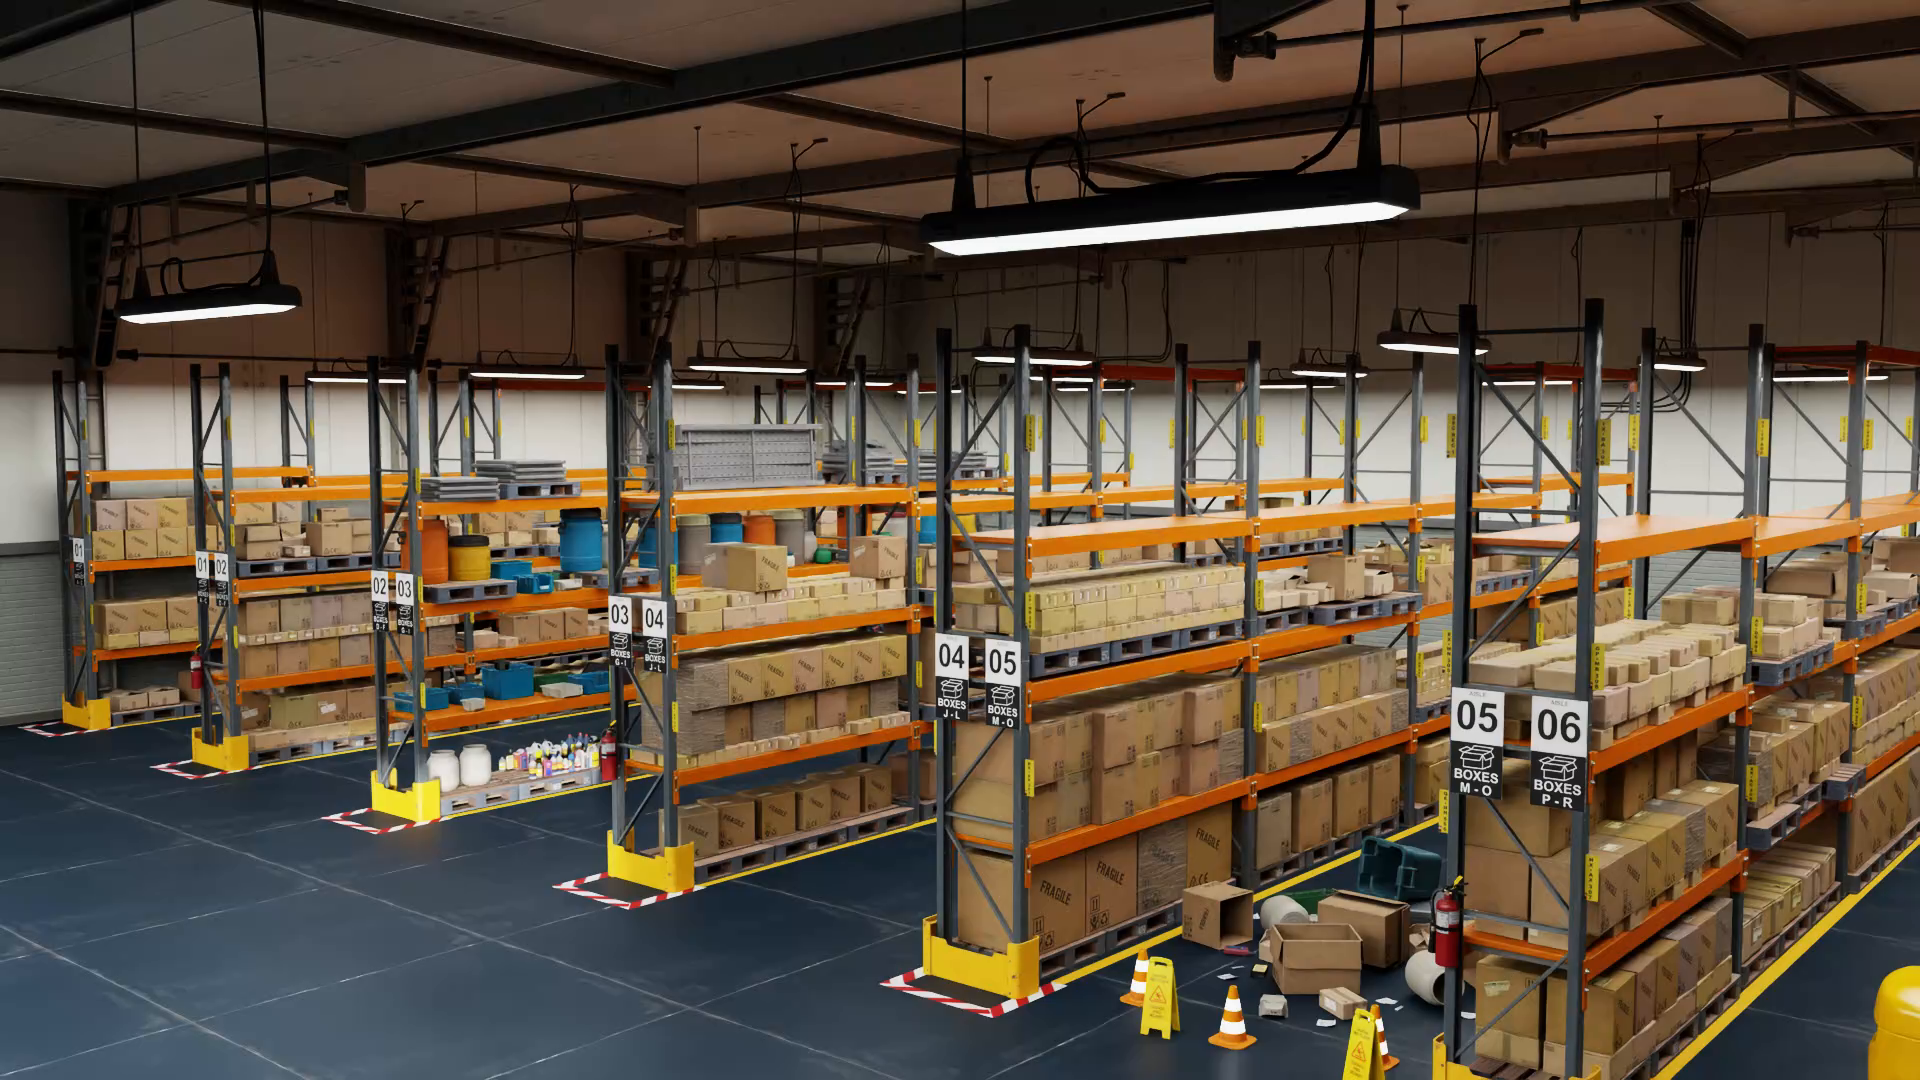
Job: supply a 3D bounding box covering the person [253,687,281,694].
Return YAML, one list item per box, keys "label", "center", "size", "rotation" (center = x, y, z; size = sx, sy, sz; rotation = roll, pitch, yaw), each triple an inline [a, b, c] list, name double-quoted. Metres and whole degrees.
- label: "person"
  center: [-11.696, 2.313, 27.948]
  size: [0.505, 1.616, 0.966]
  rotation: [0, 4, 7]
